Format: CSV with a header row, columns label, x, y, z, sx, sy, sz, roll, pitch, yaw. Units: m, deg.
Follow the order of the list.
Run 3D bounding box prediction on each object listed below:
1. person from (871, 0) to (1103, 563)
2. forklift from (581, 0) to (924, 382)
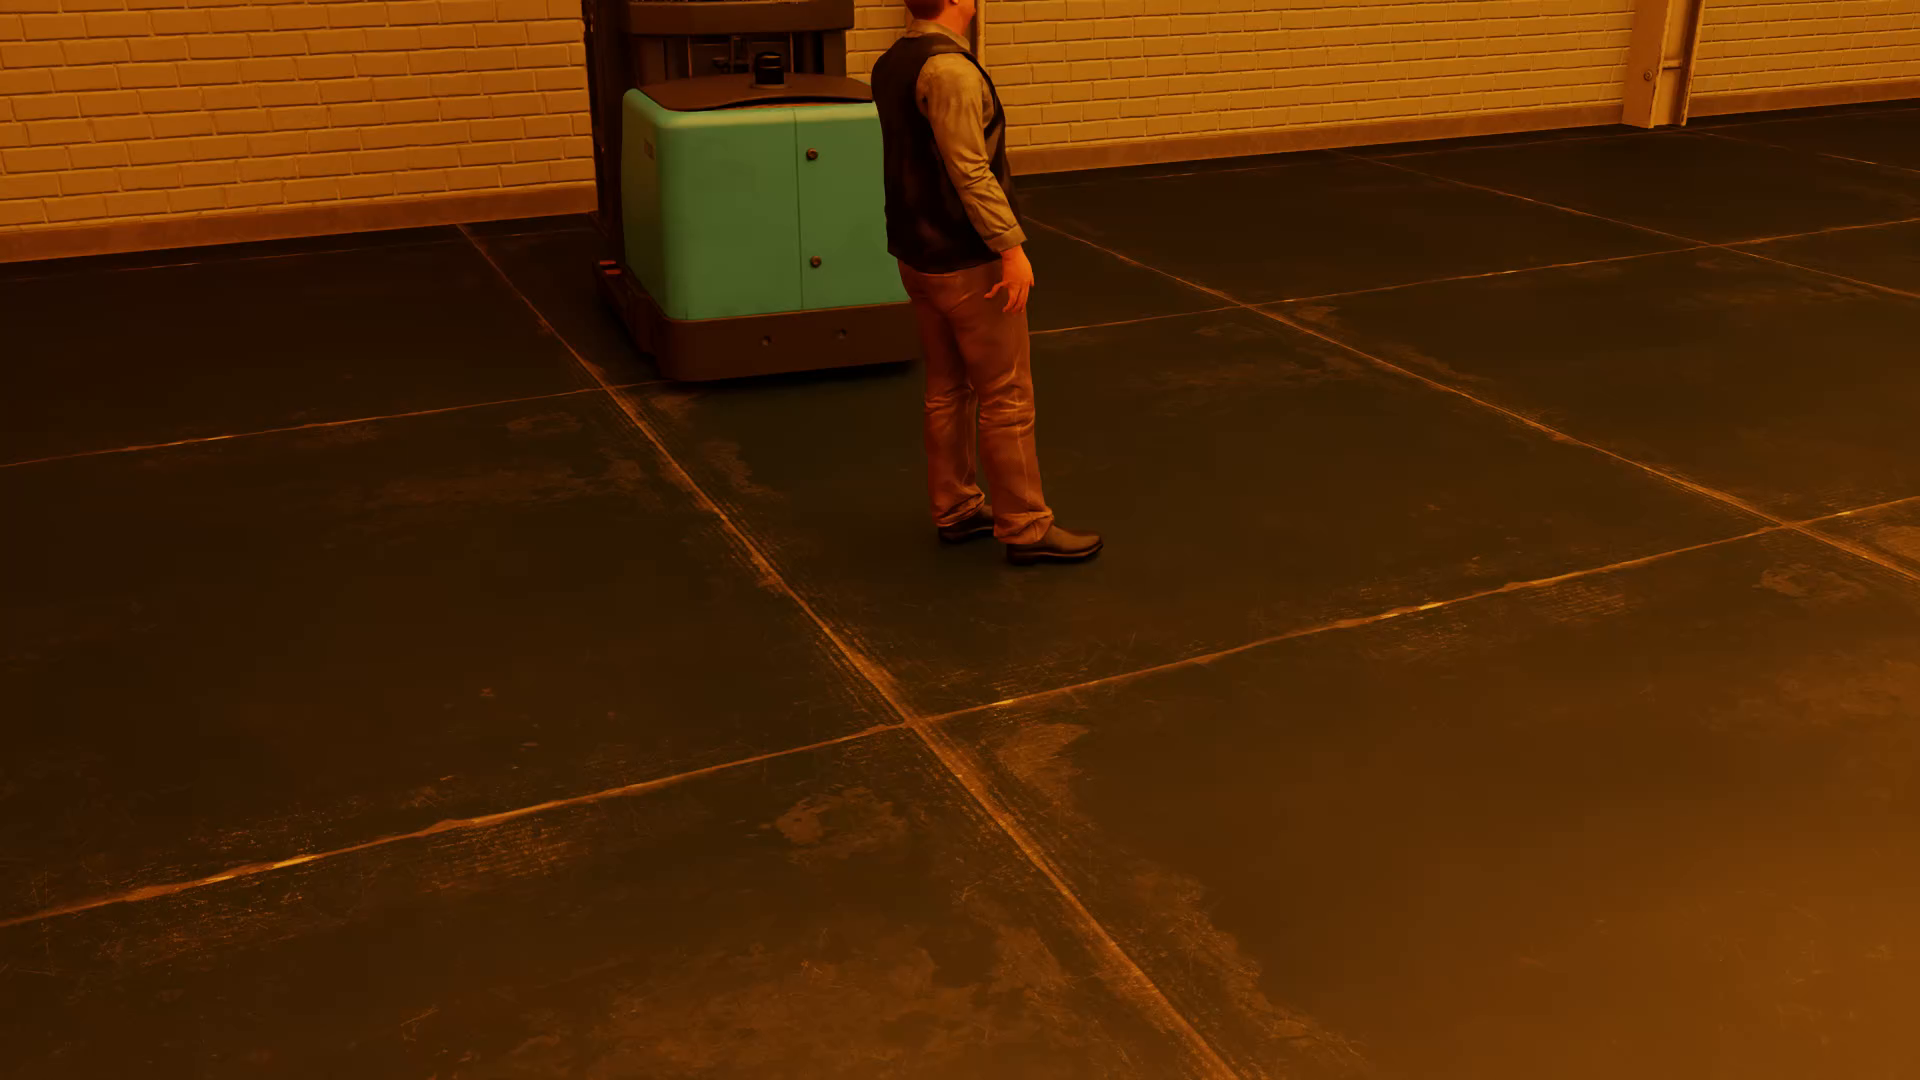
label,x,y,z,sx,sy,sz,roll,pitch,yaw
person,0.060,-0.809,4.792,0.566,1.722,0.633,-10,25,-23
forklift,-1.115,-2.496,7.294,1.130,2.935,3.031,-8,24,-18
